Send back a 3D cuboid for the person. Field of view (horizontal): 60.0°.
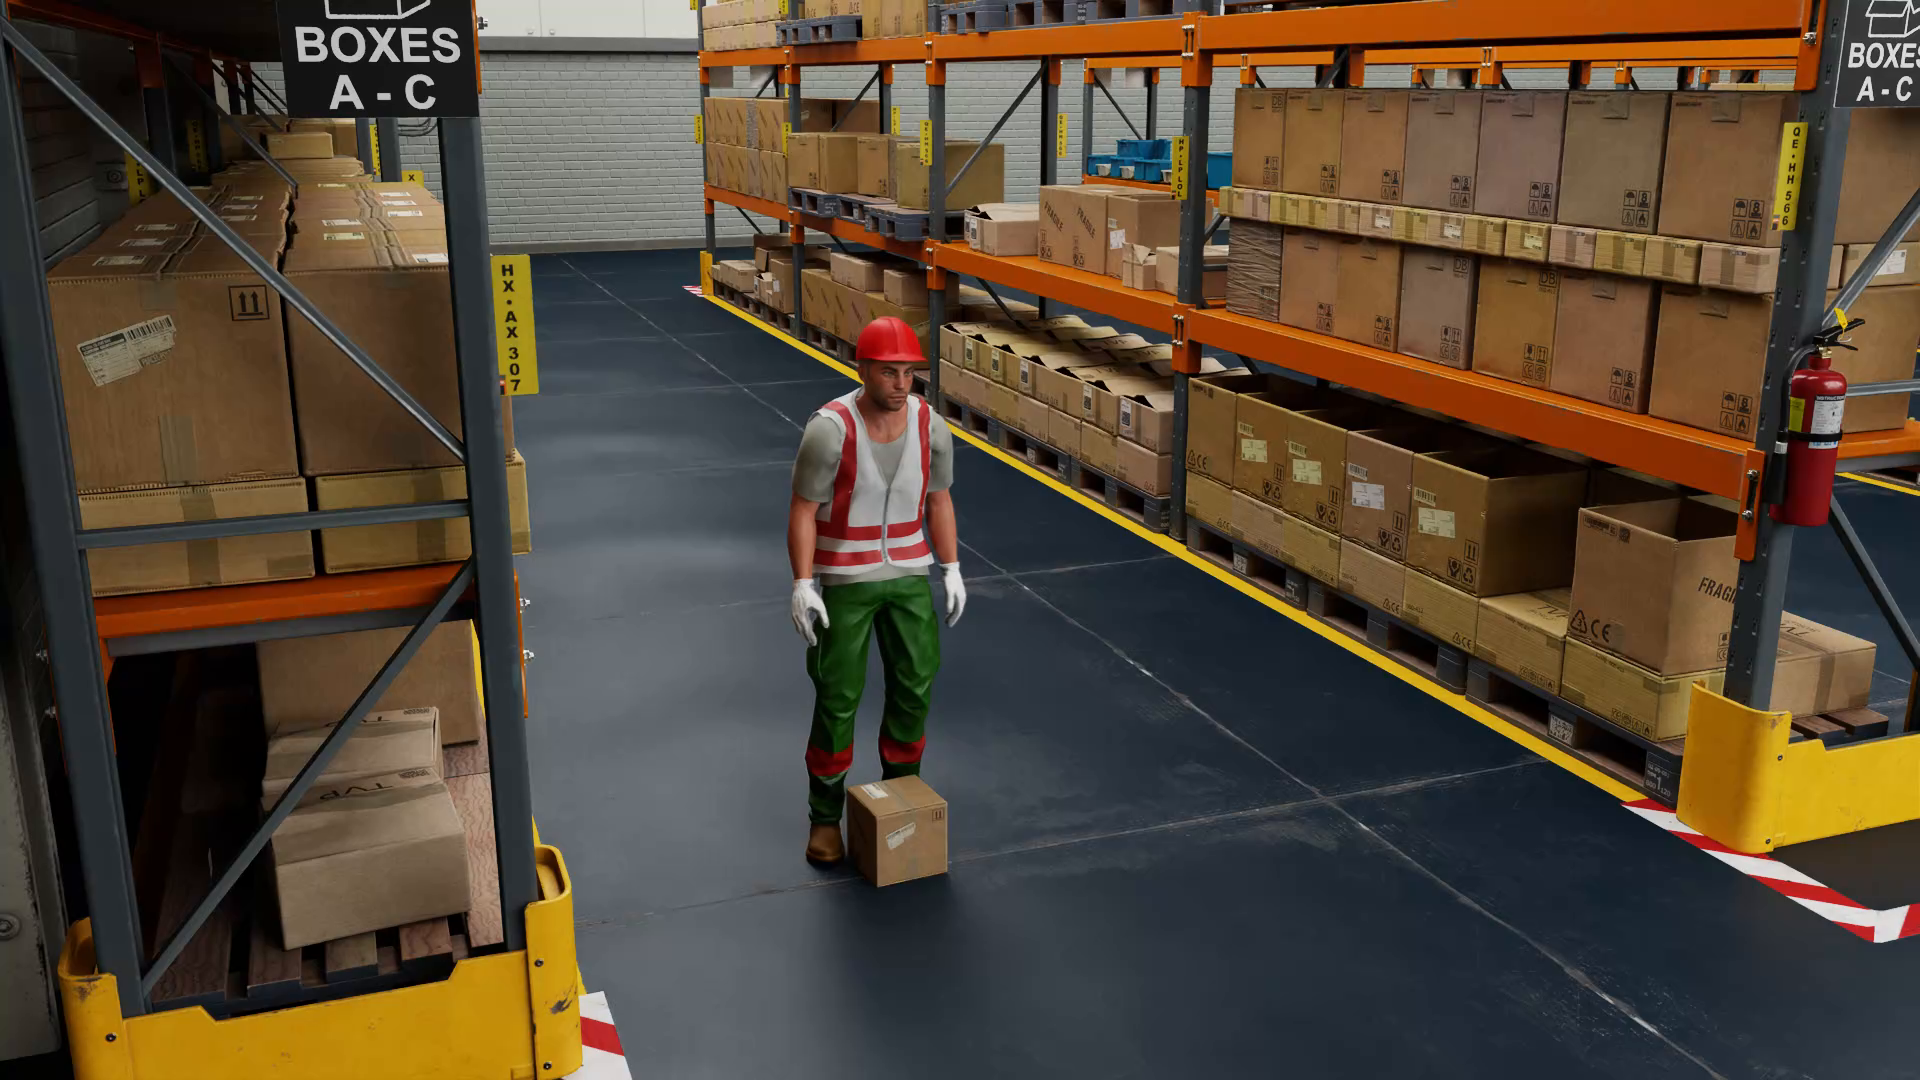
[{"bbox_3d":[-0.267,0.152,5.442,0.620,1.780,0.446,-7,17,-23],"label":"person"}]
